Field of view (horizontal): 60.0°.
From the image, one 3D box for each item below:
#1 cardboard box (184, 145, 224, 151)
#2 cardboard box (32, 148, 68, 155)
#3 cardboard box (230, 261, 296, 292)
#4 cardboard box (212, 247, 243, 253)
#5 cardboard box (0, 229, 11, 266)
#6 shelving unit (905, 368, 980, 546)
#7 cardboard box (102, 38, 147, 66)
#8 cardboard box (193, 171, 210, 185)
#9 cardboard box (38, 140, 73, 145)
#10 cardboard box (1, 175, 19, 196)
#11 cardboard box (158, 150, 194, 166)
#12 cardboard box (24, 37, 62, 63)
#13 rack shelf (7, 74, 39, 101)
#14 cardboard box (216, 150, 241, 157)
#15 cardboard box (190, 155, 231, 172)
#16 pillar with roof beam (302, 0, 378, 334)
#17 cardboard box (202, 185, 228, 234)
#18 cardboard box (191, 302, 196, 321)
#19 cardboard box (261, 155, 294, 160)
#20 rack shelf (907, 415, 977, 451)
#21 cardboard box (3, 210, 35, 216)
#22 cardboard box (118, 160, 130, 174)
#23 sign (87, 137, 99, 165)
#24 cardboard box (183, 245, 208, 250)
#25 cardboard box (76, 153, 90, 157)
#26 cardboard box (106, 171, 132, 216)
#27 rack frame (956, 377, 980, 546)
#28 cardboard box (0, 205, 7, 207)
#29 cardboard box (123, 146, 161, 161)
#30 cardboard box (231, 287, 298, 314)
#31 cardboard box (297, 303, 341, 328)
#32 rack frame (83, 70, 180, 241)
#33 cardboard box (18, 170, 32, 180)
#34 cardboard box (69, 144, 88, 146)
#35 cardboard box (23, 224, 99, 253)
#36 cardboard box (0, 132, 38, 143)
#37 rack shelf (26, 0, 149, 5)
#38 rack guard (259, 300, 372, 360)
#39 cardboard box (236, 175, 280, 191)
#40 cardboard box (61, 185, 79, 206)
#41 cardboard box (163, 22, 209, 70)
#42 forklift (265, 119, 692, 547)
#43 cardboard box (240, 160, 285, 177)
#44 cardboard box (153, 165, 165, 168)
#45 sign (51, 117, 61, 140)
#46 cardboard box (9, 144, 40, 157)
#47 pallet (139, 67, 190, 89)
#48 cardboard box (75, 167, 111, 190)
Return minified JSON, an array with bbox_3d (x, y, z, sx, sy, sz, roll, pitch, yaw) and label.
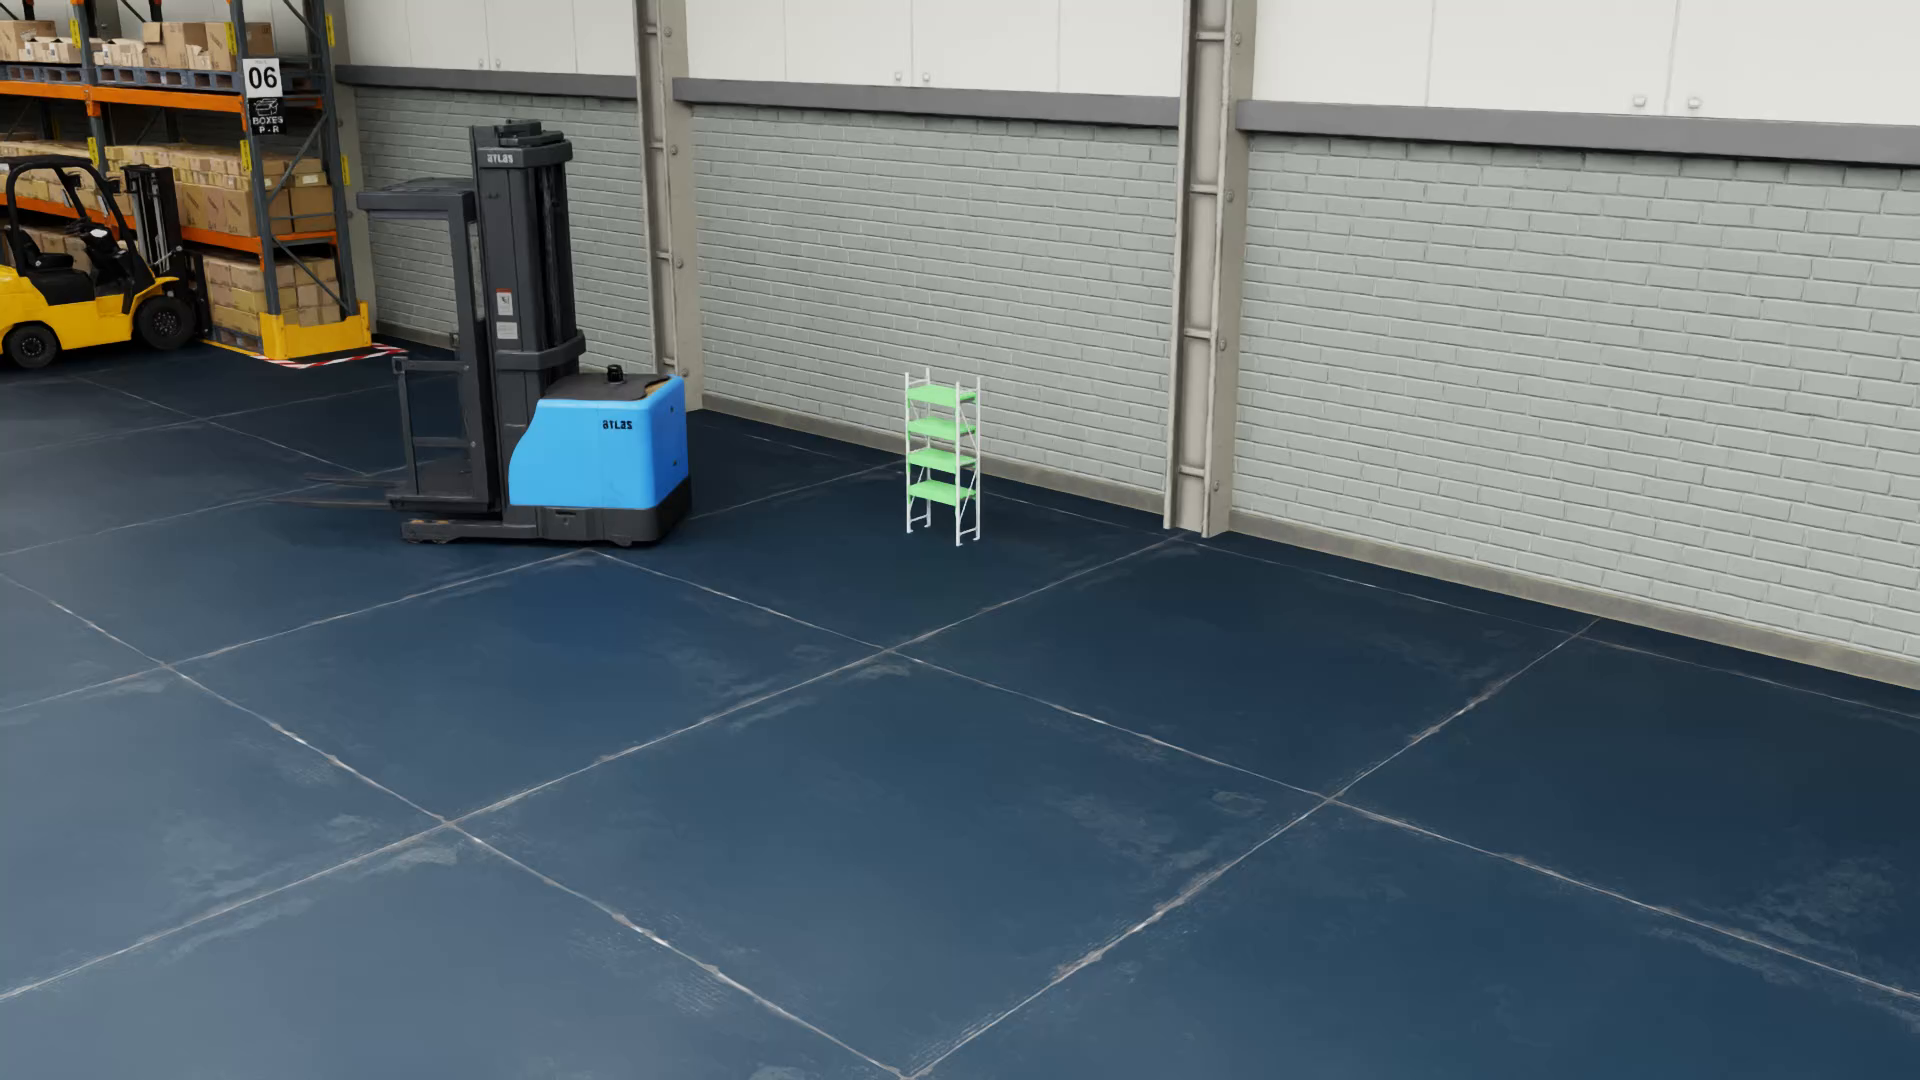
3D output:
[{"bbox_3d":[-9.247,-4.742,20.364,0.250,0.149,0.380,14,23,38],"label":"cardboard box"},{"bbox_3d":[-11.910,-5.045,21.813,0.250,0.149,0.380,14,23,38],"label":"cardboard box"},{"bbox_3d":[-7.842,-2.970,18.708,0.500,0.250,0.500,16,24,41],"label":"cardboard box"},{"bbox_3d":[-8.646,-3.394,20.045,0.500,0.250,0.500,14,23,38],"label":"cardboard box"},{"bbox_3d":[-13.733,-4.233,23.928,0.500,0.500,0.500,16,24,41],"label":"cardboard box"},{"bbox_3d":[-0.124,-0.605,12.035,0.503,1.200,0.258,15,23,39],"label":"shelving unit"},{"bbox_3d":[-9.822,-5.798,19.750,0.500,0.311,0.500,16,23,40],"label":"cardboard box"},{"bbox_3d":[-8.509,-4.150,18.993,0.250,0.149,0.380,14,22,38],"label":"cardboard box"},{"bbox_3d":[-12.627,-5.498,23.239,0.250,0.149,0.380,16,23,41],"label":"cardboard box"},{"bbox_3d":[-12.732,-4.870,22.746,0.500,0.250,0.500,14,23,38],"label":"cardboard box"},{"bbox_3d":[-9.225,-4.511,19.639,0.250,0.149,0.380,15,23,39],"label":"cardboard box"},{"bbox_3d":[-11.560,-6.264,21.220,0.500,0.311,0.500,14,22,37],"label":"cardboard box"},{"bbox_3d":[-14.770,-6.676,24.420,4.000,0.370,1.077,15,23,39],"label":"rack shelf"},{"bbox_3d":[-8.538,-4.513,19.644,0.250,0.149,0.380,15,23,40],"label":"cardboard box"},{"bbox_3d":[-8.523,-4.287,18.933,0.250,0.149,0.380,16,23,41],"label":"cardboard box"},{"bbox_3d":[-10.071,-5.811,15.545,0.400,9.000,9.100,15,23,39],"label":"pillar with roof beam"},{"bbox_3d":[-8.215,-3.775,18.882,0.500,0.500,0.500,16,24,41],"label":"cardboard box"},{"bbox_3d":[-8.989,-2.798,19.820,0.500,0.250,0.500,16,24,41],"label":"cardboard box"},{"bbox_3d":[-7.780,-4.306,18.991,0.250,0.149,0.380,16,23,40],"label":"cardboard box"},{"bbox_3d":[-0.124,-0.773,11.982,0.480,0.148,0.258,15,23,39],"label":"rack shelf"},{"bbox_3d":[-13.878,-4.772,24.556,0.250,0.149,0.380,15,23,40],"label":"cardboard box"},{"bbox_3d":[-10.024,-4.566,20.304,0.250,0.149,0.380,16,23,41],"label":"cardboard box"},{"bbox_3d":[-10.635,-4.774,20.413,0.005,0.325,0.100,15,23,39],"label":"sign"},{"bbox_3d":[-9.373,-3.380,20.003,0.500,0.250,0.500,16,24,41],"label":"cardboard box"},{"bbox_3d":[-11.039,-4.869,21.256,0.250,0.149,0.380,15,23,39],"label":"cardboard box"},{"bbox_3d":[-10.124,-4.284,20.487,0.500,0.500,0.500,14,22,38],"label":"cardboard box"},{"bbox_3d":[0.059,-0.556,11.881,0.015,1.200,0.240,15,23,39],"label":"rack frame"},{"bbox_3d":[-14.634,-4.992,25.249,0.250,0.149,0.380,14,22,37],"label":"cardboard box"},{"bbox_3d":[-9.974,-4.724,20.309,0.250,0.149,0.380,15,23,40],"label":"cardboard box"},{"bbox_3d":[-7.862,-2.736,18.800,0.500,0.250,0.500,15,23,39],"label":"cardboard box"},{"bbox_3d":[-7.528,-2.614,19.241,0.500,0.250,0.500,15,23,39],"label":"cardboard box"},{"bbox_3d":[-10.283,-4.385,20.969,0.127,3.000,1.000,15,23,39],"label":"rack frame"},{"bbox_3d":[-12.351,-5.000,22.330,0.500,0.250,0.500,14,23,38],"label":"cardboard box"},{"bbox_3d":[-11.858,-5.297,22.607,0.250,0.149,0.380,15,23,38],"label":"cardboard box"},{"bbox_3d":[-12.323,-3.998,22.983,0.625,0.625,0.875,16,24,41],"label":"cardboard box"},{"bbox_3d":[-13.556,-5.574,23.858,0.500,0.500,0.500,16,24,42],"label":"cardboard box"},{"bbox_3d":[-11.778,-7.112,21.496,4.000,0.370,1.077,15,23,39],"label":"rack shelf"},{"bbox_3d":[-7.273,-2.385,18.801,0.348,0.500,1.175,15,23,39],"label":"rack guard"},{"bbox_3d":[-7.736,-3.945,18.345,0.250,0.149,0.380,15,23,40],"label":"cardboard box"},{"bbox_3d":[-11.213,-4.455,21.438,0.500,0.250,0.500,15,23,39],"label":"cardboard box"},{"bbox_3d":[-8.483,-5.569,18.716,0.500,0.500,0.700,15,23,40],"label":"cardboard box"},{"bbox_3d":[-3.606,-1.525,12.072,3.031,2.935,1.130,2,18,6],"label":"forklift"},{"bbox_3d":[-7.699,-4.104,18.356,0.250,0.149,0.380,15,23,39],"label":"cardboard box"},{"bbox_3d":[-9.280,-4.354,19.636,0.250,0.149,0.380,14,22,38],"label":"cardboard box"},{"bbox_3d":[-12.908,-5.866,23.722,0.005,0.325,0.100,15,23,39],"label":"sign"},{"bbox_3d":[-12.618,-5.265,22.506,0.250,0.149,0.380,15,23,40],"label":"cardboard box"},{"bbox_3d":[-8.719,-5.362,19.235,1.213,0.211,1.003,15,23,39],"label":"pallet"},{"bbox_3d":[-10.819,-4.592,21.044,0.500,0.250,0.500,14,23,38],"label":"cardboard box"}]
